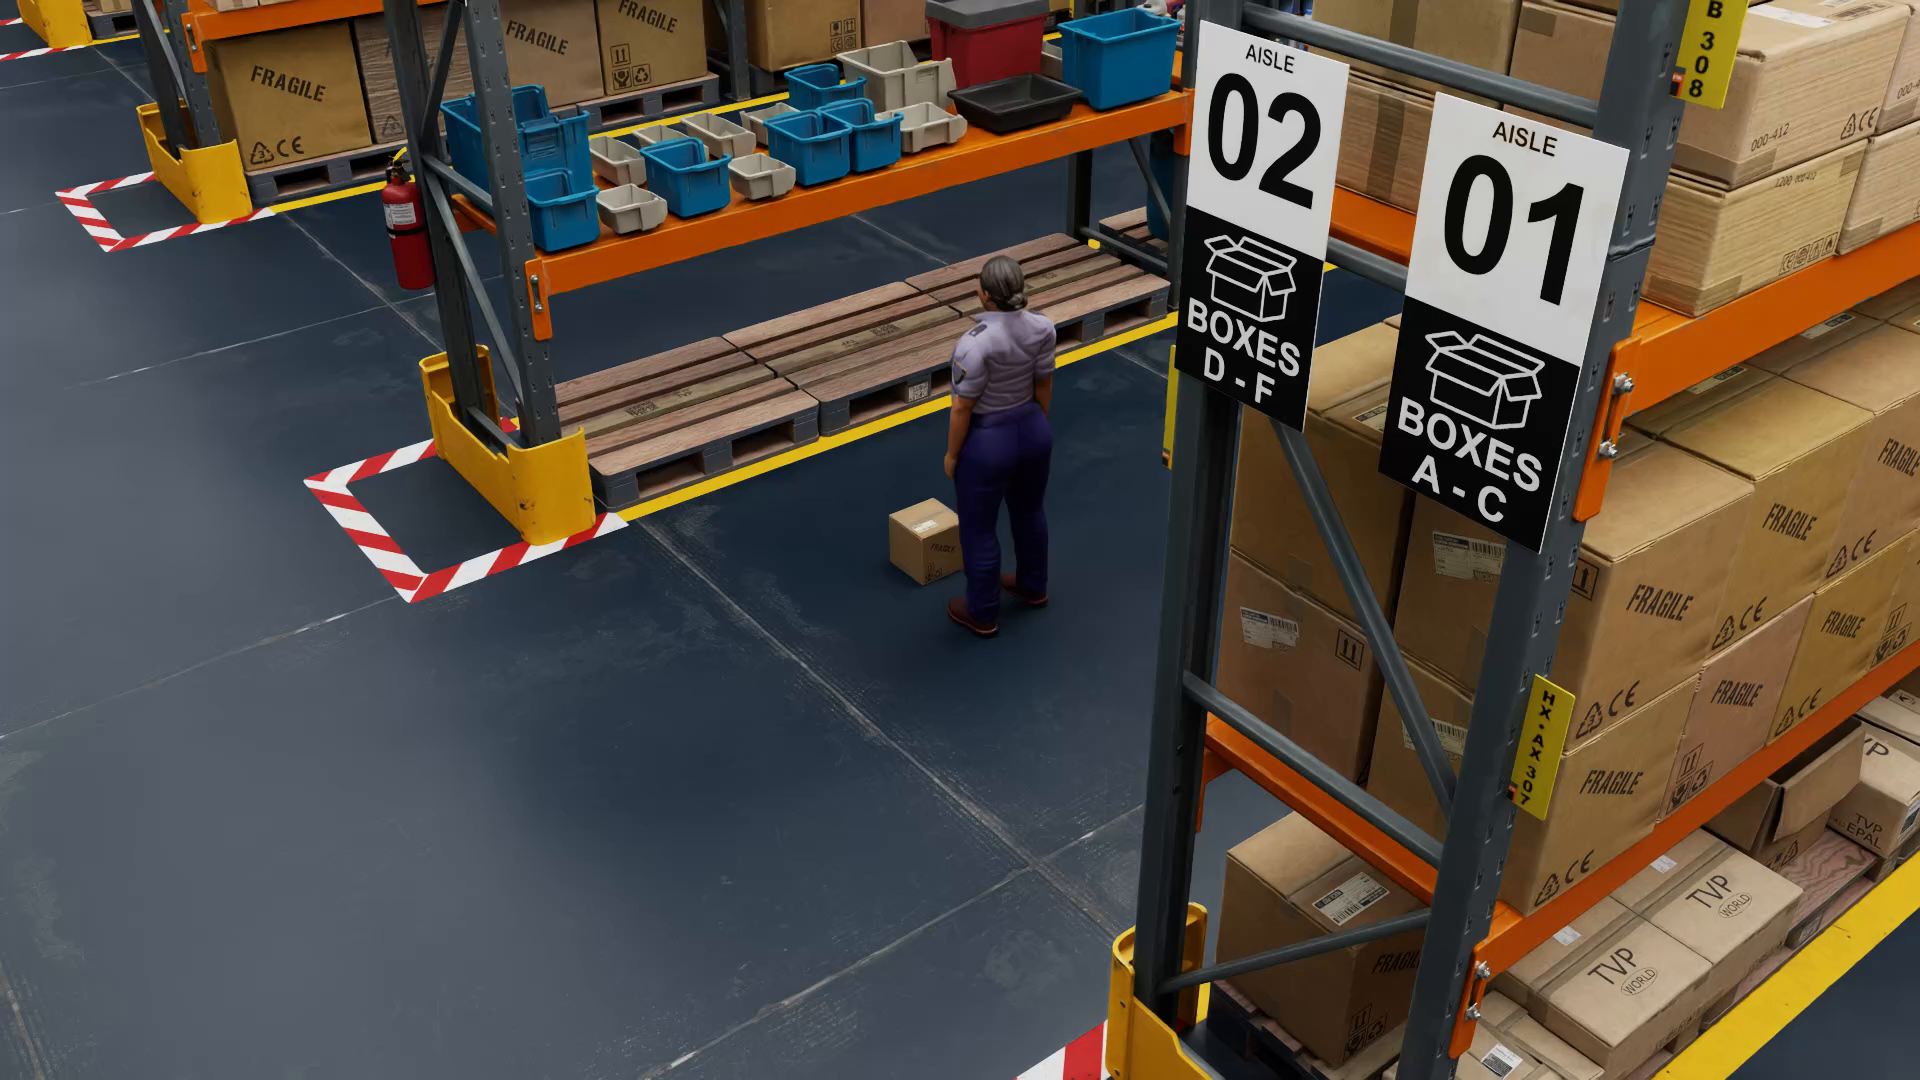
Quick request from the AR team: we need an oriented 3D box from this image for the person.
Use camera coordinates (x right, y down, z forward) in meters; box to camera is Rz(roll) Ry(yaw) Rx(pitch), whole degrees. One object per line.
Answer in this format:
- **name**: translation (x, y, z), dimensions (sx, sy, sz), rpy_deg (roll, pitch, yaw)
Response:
- **person**: translation (0.150, -0.387, 6.766), dimensions (0.493, 1.663, 0.367), rpy_deg (-22, 38, -31)
